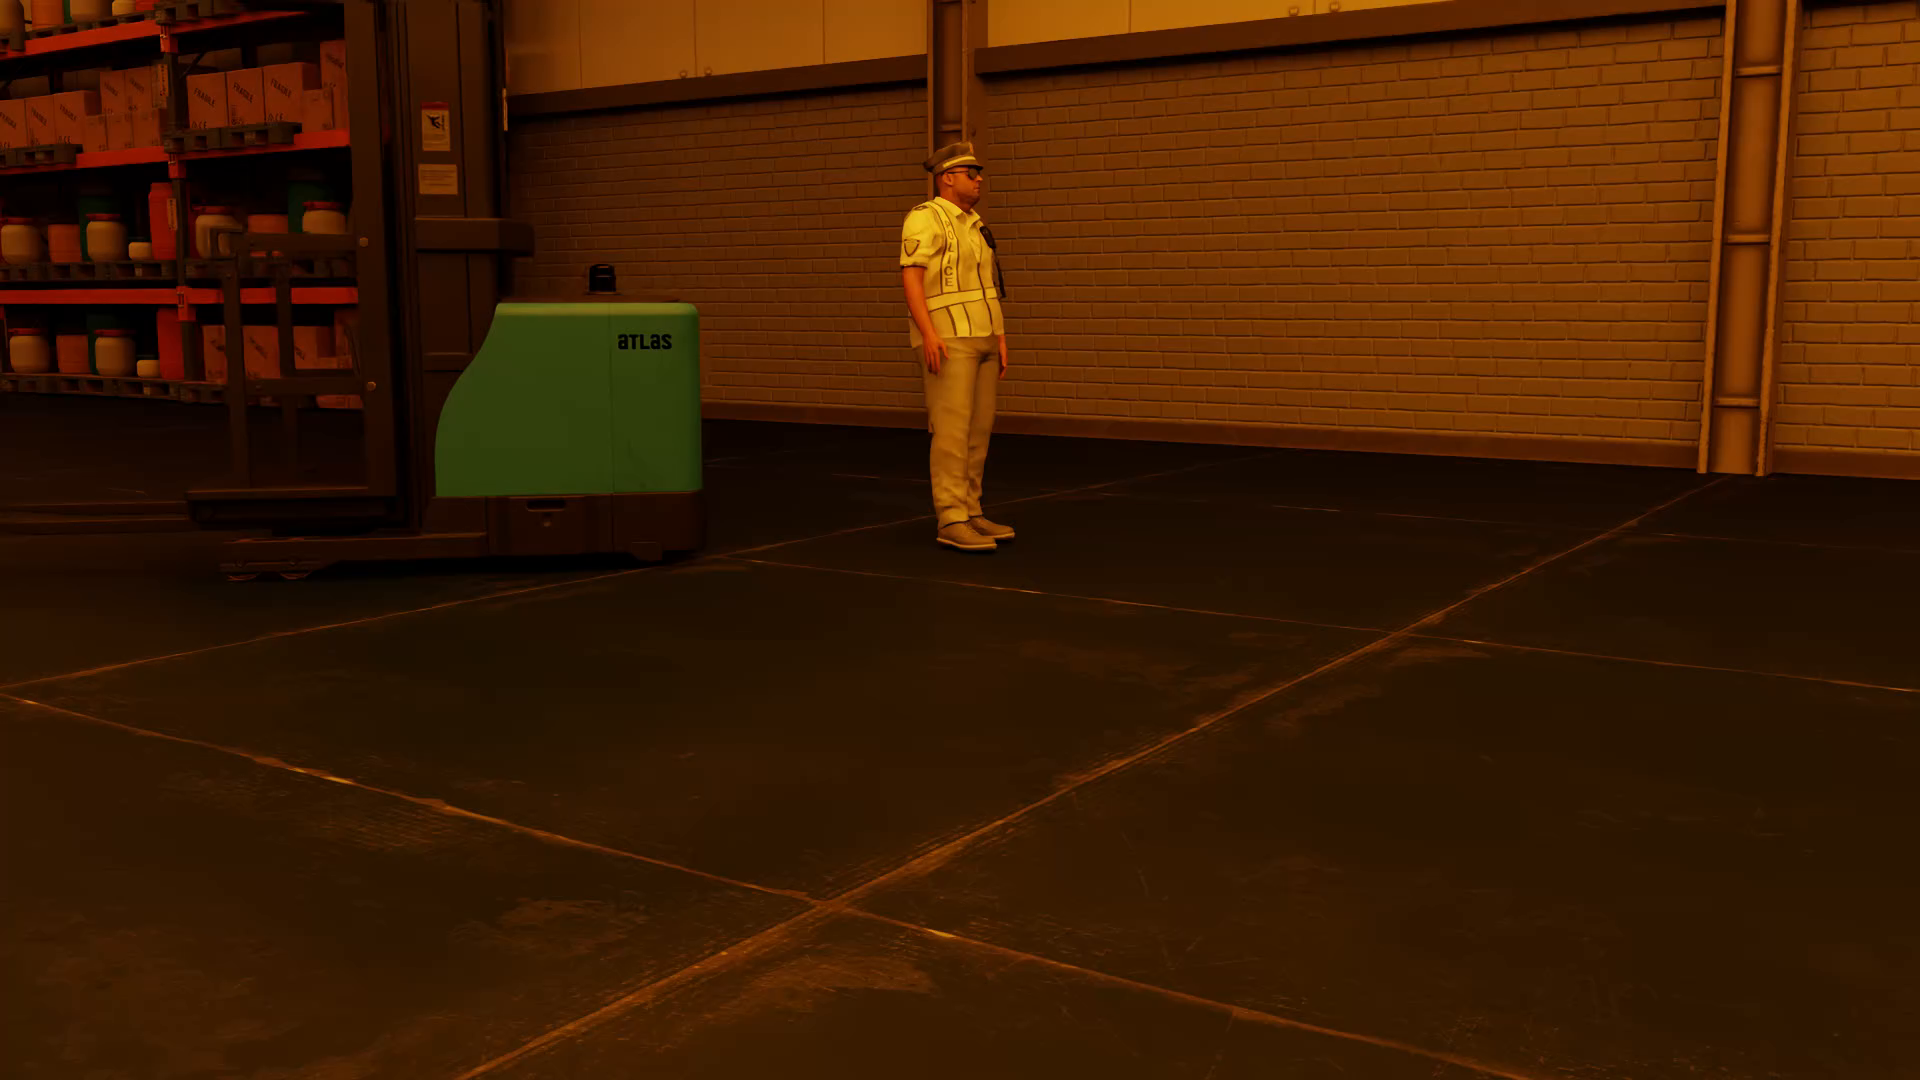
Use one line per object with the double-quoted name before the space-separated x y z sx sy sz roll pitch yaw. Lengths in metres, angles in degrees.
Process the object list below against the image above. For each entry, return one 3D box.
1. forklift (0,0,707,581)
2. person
"forklift" -2.619 -1.371 6.835 3.031 2.935 1.130 -2 8 -11
"person" 0.058 -0.882 7.424 0.575 1.780 0.640 5 10 34
